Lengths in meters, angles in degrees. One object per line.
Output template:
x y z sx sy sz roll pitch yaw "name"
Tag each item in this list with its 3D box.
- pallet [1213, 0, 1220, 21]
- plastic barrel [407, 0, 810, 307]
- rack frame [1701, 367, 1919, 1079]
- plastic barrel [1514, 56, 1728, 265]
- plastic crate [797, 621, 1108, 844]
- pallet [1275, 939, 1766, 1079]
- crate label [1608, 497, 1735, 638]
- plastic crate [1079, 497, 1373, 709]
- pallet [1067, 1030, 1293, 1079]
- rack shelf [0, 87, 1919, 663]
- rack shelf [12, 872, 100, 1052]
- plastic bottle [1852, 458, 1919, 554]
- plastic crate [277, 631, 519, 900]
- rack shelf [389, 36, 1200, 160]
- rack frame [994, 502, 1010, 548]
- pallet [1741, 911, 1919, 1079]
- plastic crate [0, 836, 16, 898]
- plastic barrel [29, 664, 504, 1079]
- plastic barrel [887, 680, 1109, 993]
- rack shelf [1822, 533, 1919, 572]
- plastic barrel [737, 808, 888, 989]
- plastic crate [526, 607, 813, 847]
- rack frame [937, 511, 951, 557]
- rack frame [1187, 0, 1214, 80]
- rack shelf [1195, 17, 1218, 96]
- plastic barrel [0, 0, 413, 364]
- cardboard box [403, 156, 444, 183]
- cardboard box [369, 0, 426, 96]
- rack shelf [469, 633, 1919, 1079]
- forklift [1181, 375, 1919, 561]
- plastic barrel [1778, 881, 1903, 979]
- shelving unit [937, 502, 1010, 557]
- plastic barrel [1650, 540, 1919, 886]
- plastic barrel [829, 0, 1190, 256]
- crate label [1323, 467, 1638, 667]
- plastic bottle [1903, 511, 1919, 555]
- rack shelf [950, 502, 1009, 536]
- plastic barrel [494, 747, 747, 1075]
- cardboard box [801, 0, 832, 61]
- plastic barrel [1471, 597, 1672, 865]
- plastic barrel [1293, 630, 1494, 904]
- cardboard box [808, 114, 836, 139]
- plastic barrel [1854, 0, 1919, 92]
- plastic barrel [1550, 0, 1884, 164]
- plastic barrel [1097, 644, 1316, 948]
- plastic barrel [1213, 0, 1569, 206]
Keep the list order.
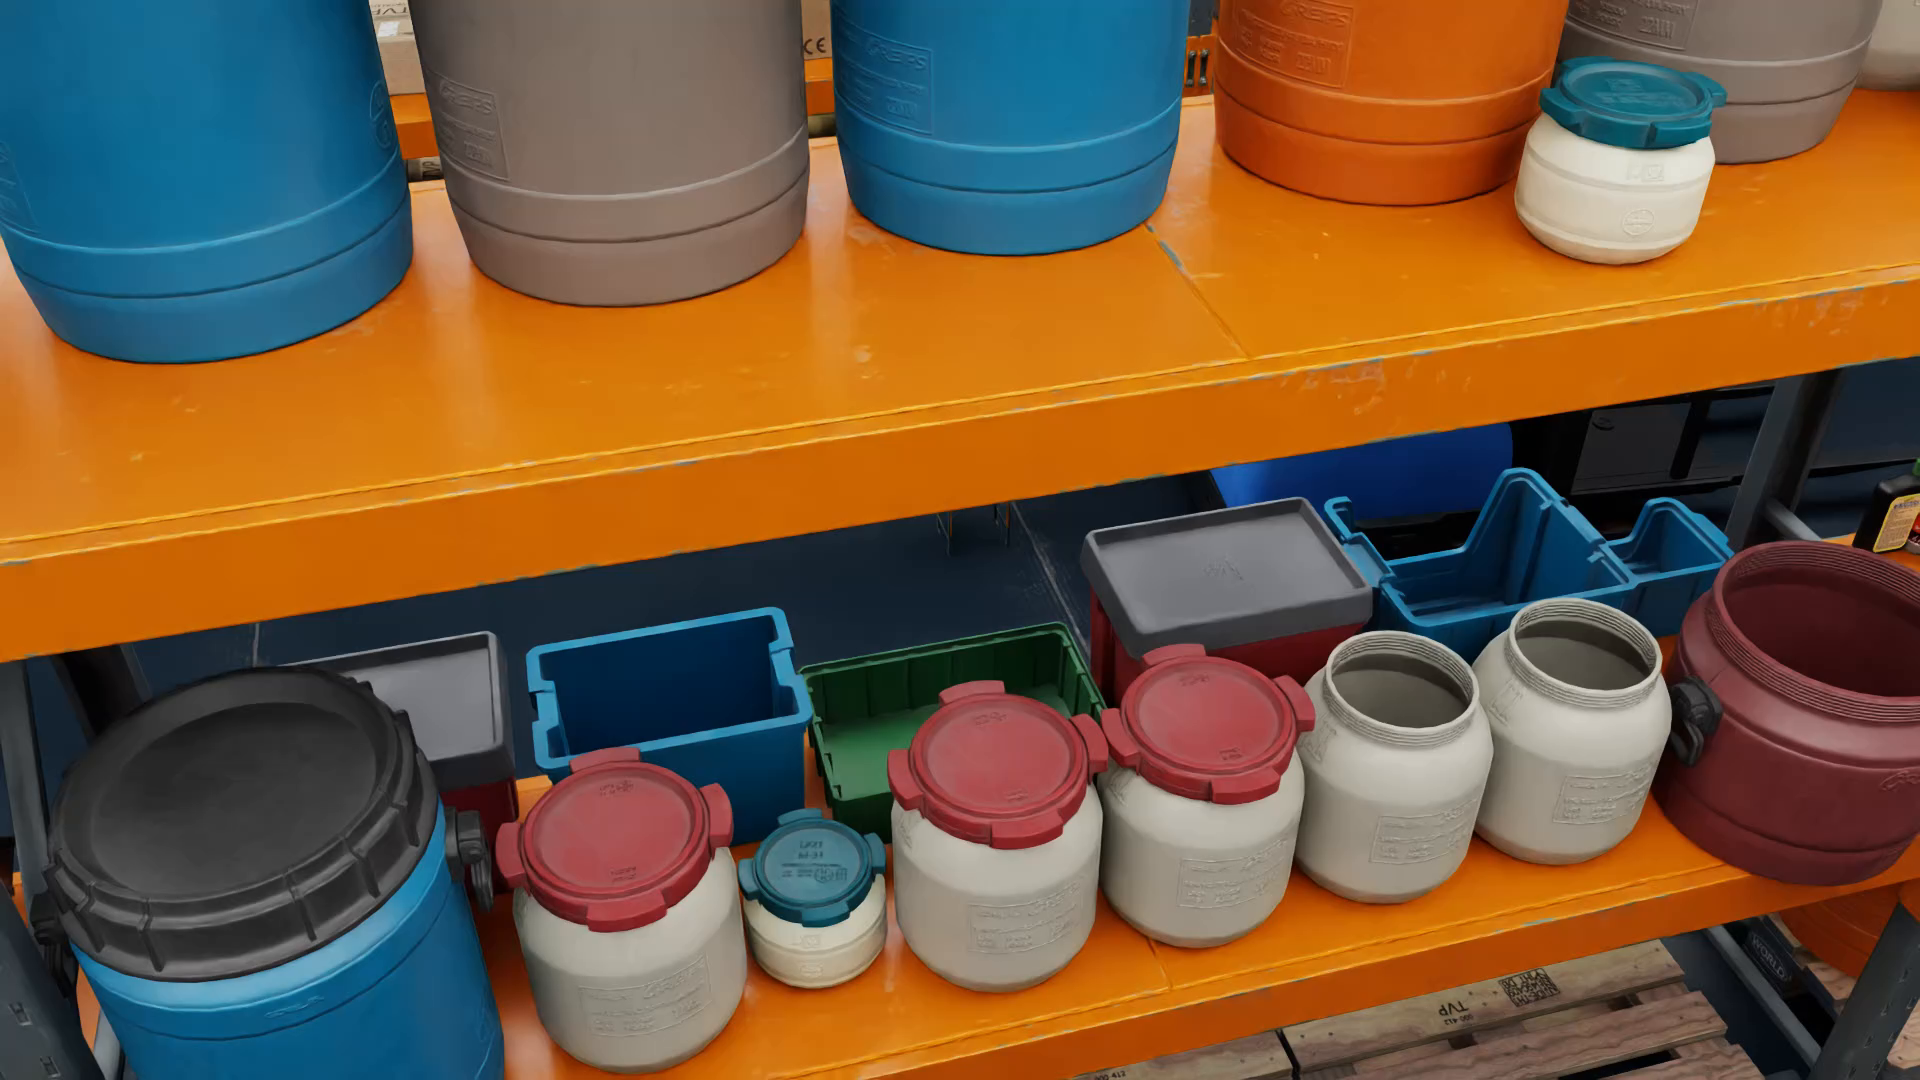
1.595 -2.801 8.101 1.003 0.211 1.213 -9 38 -12 "pallet"
-0.549 -0.891 2.565 0.600 0.901 0.600 0 37 0 "plastic barrel"
2.247 0.177 4.049 0.127 3.000 1.000 -9 38 -12 "rack frame"
1.080 -0.621 2.738 0.301 0.262 0.301 0 37 0 "plastic barrel"
-0.007 0.454 3.863 0.662 0.188 0.450 -9 38 -12 "plastic crate"
1.489 1.385 4.766 1.213 0.211 1.003 -9 38 -12 "pallet"
1.742 0.091 4.300 0.416 0.233 0.303 -9 38 -12 "crate label"
0.607 0.228 3.930 0.583 0.464 0.402 -9 38 -12 "plastic crate"
0.313 1.576 4.516 1.213 0.211 1.003 -9 38 -12 "pallet"
0.316 -0.412 2.942 4.000 0.370 1.077 -9 38 -12 "rack shelf"
-3.546 1.413 3.026 4.000 0.370 1.077 -9 38 -12 "rack shelf"
2.526 -0.091 4.496 0.133 0.283 0.061 -9 38 -12 "plastic bottle"
-1.227 0.529 3.537 0.583 0.464 0.402 -9 38 -12 "plastic crate"
-0.972 -2.126 7.653 4.000 0.370 1.077 -9 38 -12 "rack shelf"
0.169 -0.445 6.467 0.008 1.050 0.200 -9 38 -12 "rack frame"
2.997 1.136 5.092 1.213 0.211 1.003 -9 38 -12 "pallet"
-2.154 0.844 3.229 0.504 0.338 0.767 -9 38 -12 "plastic crate"
-1.163 0.728 2.916 0.708 0.901 0.600 -9 38 -12 "plastic barrel"
0.074 0.618 3.362 0.433 0.535 0.433 0 37 0 "plastic barrel"
4.177 0.146 4.682 4.000 0.370 1.077 -9 38 -12 "rack shelf"
-0.297 0.746 3.420 0.301 0.262 0.301 0 37 0 "plastic barrel"
-0.631 0.460 3.693 0.575 0.384 0.392 -9 38 -12 "plastic crate"
-0.066 -0.406 6.417 0.008 1.050 0.200 -9 38 -12 "rack frame"
0.959 -2.729 7.848 0.127 3.000 1.000 -9 38 -12 "rack frame"
2.890 -2.760 8.481 4.000 0.370 1.077 -9 38 -12 "rack shelf"
-1.181 -0.787 2.429 0.708 0.901 0.600 -9 38 -12 "plastic barrel"
-2.587 -1.625 7.861 0.500 0.311 0.500 -9 38 -12 "cardboard box"
-2.439 -2.139 7.201 0.500 0.250 0.500 -7 38 -9 "cardboard box"
0.316 0.780 3.854 4.000 0.370 1.077 -9 38 -12 "rack shelf"
2.460 -1.396 6.163 3.031 2.935 1.130 -5 38 -7 "forklift"
2.714 0.785 4.696 0.708 0.830 0.600 -9 38 -12 "plastic barrel"
0.052 -0.425 6.442 0.252 1.050 0.215 -9 38 -12 "shelving unit"
1.878 0.374 3.680 0.708 0.536 0.600 -9 38 -12 "plastic barrel"
0.082 -0.995 2.700 0.708 0.901 0.600 -9 38 -12 "plastic barrel"
1.217 0.162 4.040 0.616 0.435 0.502 -9 38 -12 "crate label"
2.642 -0.066 4.531 0.097 0.201 0.097 0 37 0 "plastic bottle"
0.052 -0.196 6.617 0.240 0.259 0.215 -9 38 -12 "rack shelf"
-0.634 0.734 3.210 0.433 0.535 0.433 0 37 0 "plastic barrel"
-0.657 -2.493 7.458 0.500 0.500 0.500 -11 39 -14 "cardboard box"
1.309 0.421 3.639 0.421 0.512 0.421 0 37 0 "plastic barrel"
0.902 0.488 3.551 0.421 0.512 0.421 0 37 0 "plastic barrel"
-0.621 -1.948 8.283 0.500 0.311 0.500 -10 39 -13 "cardboard box"
1.867 -1.189 3.275 0.421 0.512 0.421 0 37 0 "plastic barrel"
1.397 -1.210 2.982 0.600 0.901 0.600 0 37 0 "plastic barrel"
0.492 0.549 3.451 0.433 0.535 0.433 0 37 0 "plastic barrel"
0.766 -1.078 2.868 0.708 0.830 0.600 -9 38 -12 "plastic barrel"
